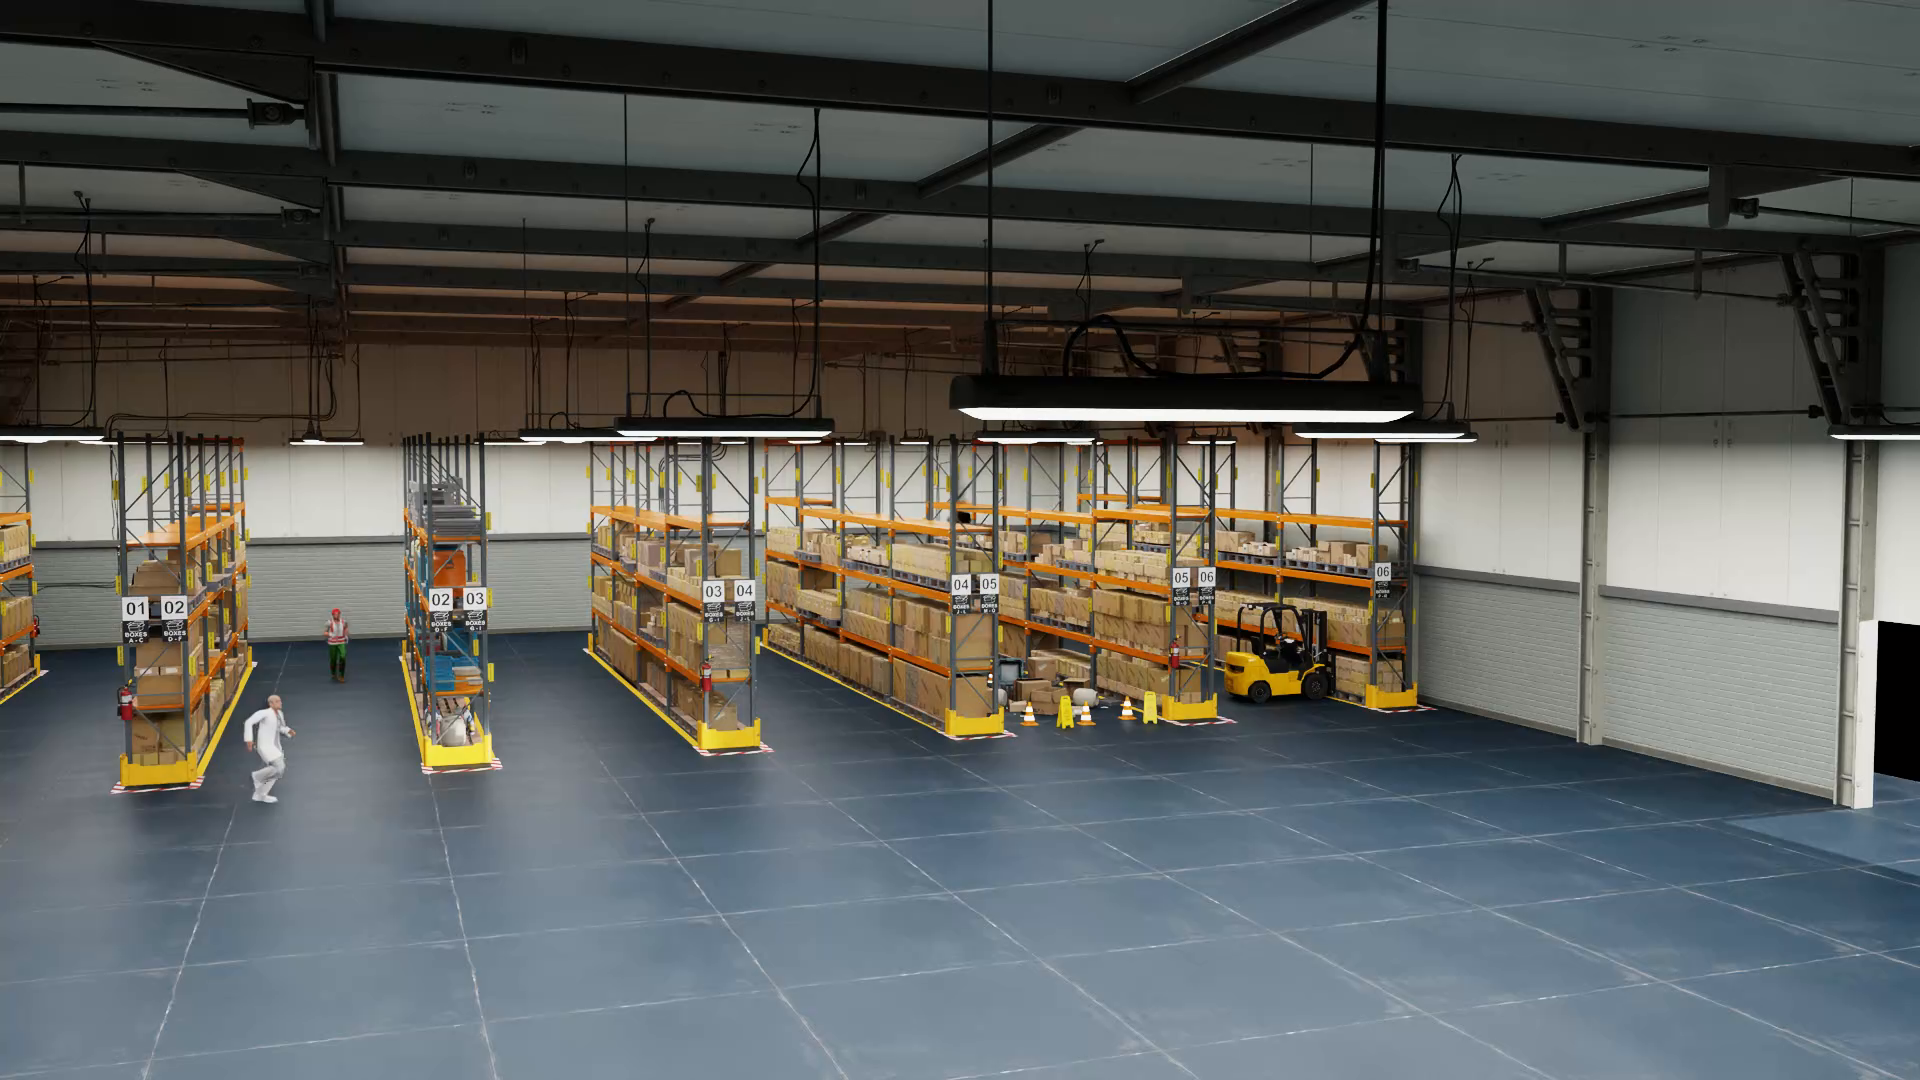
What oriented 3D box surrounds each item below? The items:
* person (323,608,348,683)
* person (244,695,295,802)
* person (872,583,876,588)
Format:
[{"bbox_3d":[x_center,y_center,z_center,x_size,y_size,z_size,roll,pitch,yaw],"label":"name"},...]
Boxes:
[{"bbox_3d":[-15.269,2.577,40.709,0.589,1.831,0.835,-1,3,-25],"label":"person"},{"bbox_3d":[-11.102,3.413,26.878,0.694,1.644,0.758,1,3,10],"label":"person"},{"bbox_3d":[-2.623,2.067,50.870,0.573,1.673,0.653,-2,4,-34],"label":"person"}]
